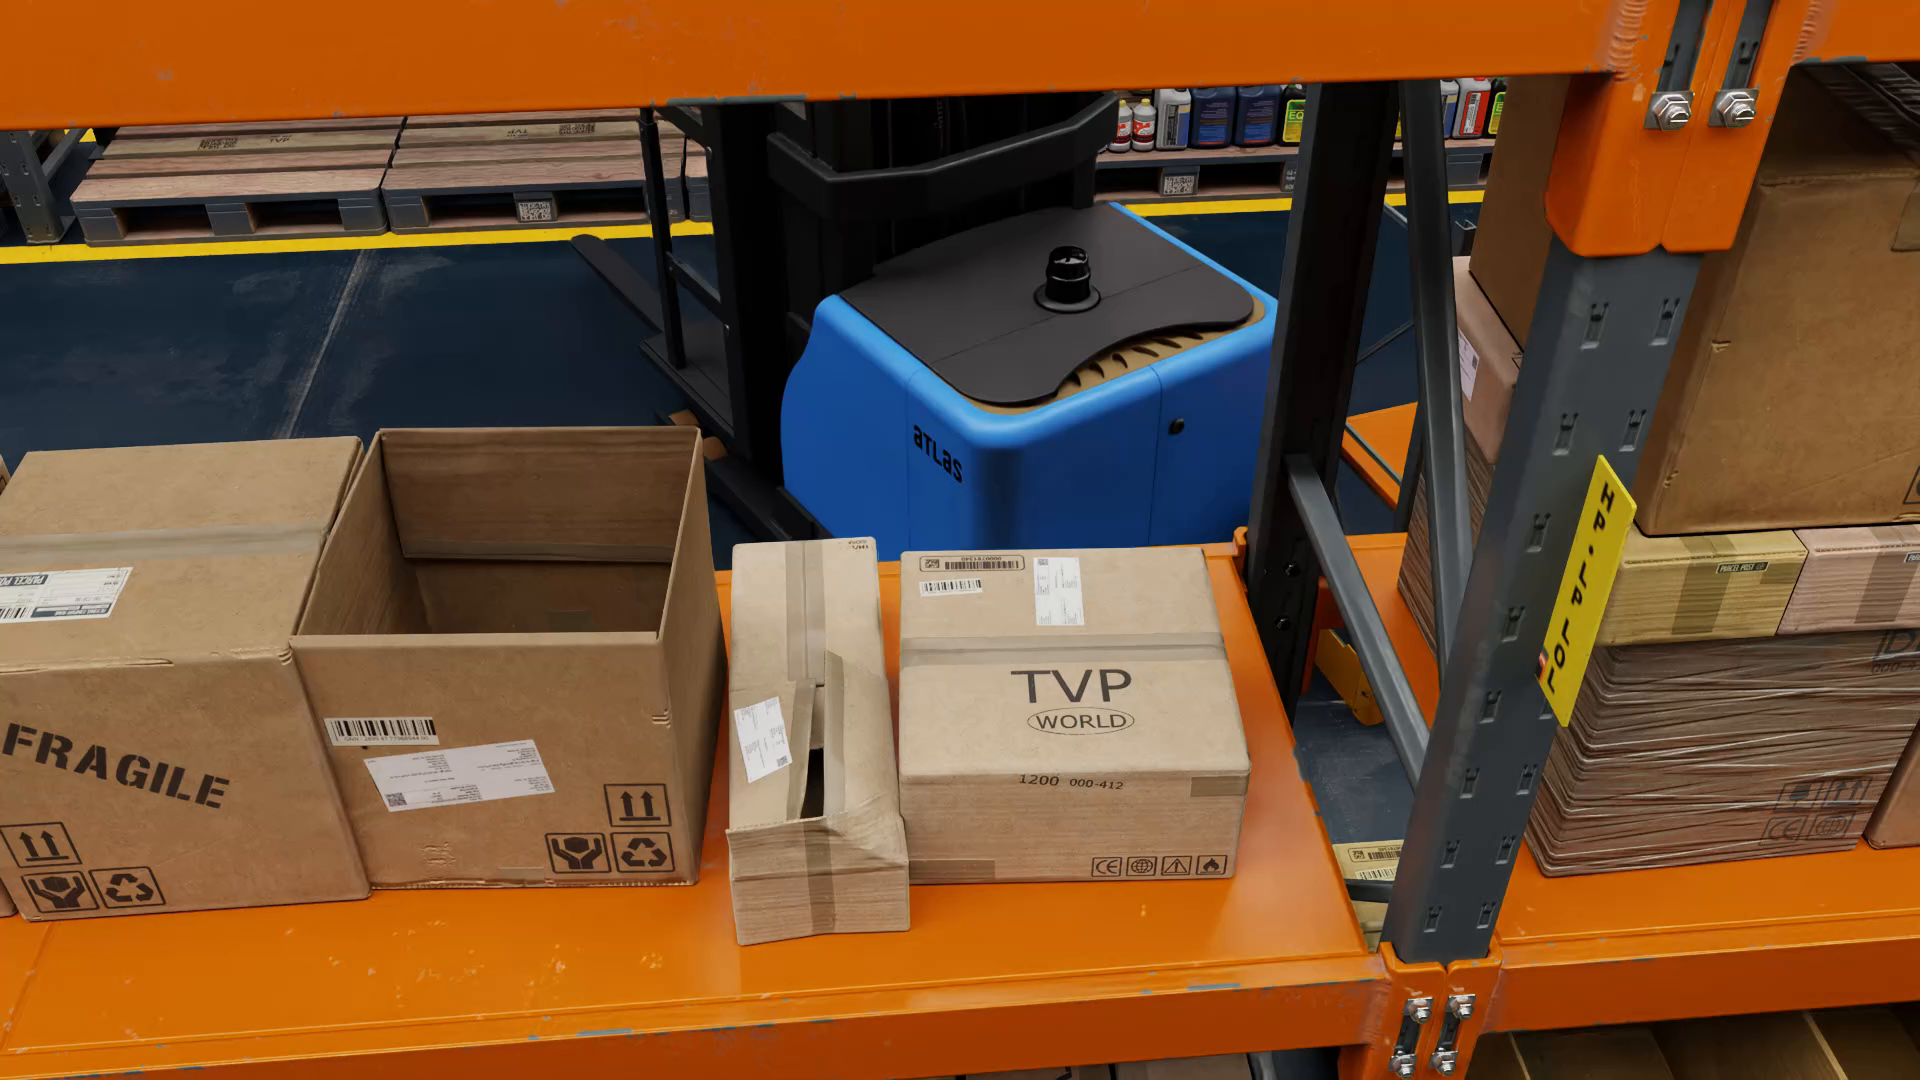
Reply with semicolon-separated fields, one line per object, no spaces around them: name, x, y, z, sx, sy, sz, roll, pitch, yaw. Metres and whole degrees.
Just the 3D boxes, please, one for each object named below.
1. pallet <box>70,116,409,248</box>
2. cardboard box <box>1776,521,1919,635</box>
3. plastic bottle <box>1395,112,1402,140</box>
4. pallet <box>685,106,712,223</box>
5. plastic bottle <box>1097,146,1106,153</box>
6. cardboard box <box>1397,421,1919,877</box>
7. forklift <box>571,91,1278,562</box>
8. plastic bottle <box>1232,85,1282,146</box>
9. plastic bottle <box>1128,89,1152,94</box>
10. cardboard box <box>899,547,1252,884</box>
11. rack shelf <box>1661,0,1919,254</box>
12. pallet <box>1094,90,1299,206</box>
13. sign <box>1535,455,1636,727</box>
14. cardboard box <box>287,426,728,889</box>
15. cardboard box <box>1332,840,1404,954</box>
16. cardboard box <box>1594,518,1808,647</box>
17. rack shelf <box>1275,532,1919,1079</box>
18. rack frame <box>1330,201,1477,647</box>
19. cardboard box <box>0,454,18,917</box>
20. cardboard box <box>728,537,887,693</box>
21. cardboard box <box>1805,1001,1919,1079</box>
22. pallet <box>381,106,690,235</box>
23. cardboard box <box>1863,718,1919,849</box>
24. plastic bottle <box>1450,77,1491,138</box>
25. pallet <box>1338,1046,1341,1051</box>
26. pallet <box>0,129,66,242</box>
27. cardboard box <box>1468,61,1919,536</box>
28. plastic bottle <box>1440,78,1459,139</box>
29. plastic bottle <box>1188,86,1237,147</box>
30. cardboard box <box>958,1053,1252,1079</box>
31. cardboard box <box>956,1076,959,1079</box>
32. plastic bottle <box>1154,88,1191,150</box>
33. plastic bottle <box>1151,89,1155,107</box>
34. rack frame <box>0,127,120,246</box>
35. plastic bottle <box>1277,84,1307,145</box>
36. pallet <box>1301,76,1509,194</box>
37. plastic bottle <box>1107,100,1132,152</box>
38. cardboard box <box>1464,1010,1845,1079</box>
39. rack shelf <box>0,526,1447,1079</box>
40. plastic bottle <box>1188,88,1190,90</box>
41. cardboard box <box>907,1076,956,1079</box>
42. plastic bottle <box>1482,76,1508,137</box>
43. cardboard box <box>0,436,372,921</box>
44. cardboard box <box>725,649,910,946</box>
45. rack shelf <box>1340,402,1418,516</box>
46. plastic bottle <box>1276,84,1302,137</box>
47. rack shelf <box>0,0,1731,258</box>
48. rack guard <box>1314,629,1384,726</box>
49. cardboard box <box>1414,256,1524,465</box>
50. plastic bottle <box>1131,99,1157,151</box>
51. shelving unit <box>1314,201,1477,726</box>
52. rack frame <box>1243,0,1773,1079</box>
pallet;-3.000;-1.610;7.120;1.213;0.211;1.003;-3;38;-4
cardboard box;1.179;-0.052;2.290;0.250;0.149;0.380;-3;38;-3
plastic bottle;1.847;-1.870;6.982;0.185;0.351;0.144;-2;38;-2
pallet;-0.570;-1.744;7.290;1.213;0.211;1.003;-3;38;-4
plastic bottle;0.565;-1.754;6.899;0.097;0.271;0.097;0;38;0
cardboard box;1.086;0.083;2.642;0.500;0.500;0.700;-4;38;-5
forklift;-0.356;-1.473;4.751;1.130;2.935;3.031;-23;44;-26
plastic bottle;1.238;-1.837;6.940;0.185;0.351;0.144;-5;39;-6
plastic bottle;0.838;-2.163;7.353;0.185;0.351;0.144;-3;38;-4
cardboard box;0.158;0.264;2.615;0.500;0.250;0.500;-1;38;-1
rack shelf;2.636;-0.854;2.070;4.000;0.370;1.077;-3;38;-4
pallet;0.882;-1.822;7.389;1.213;0.211;1.003;-3;38;-4
sign;0.702;0.062;1.879;0.005;0.325;0.100;-3;38;-4
cardboard box;-0.647;0.173;2.529;0.500;0.500;0.500;-1;38;-1
cardboard box;1.087;0.905;3.562;0.500;0.250;0.500;-3;38;-4
cardboard box;0.929;-0.038;2.273;0.250;0.149;0.380;-3;38;-4
rack shelf;2.636;0.324;2.999;4.000;0.370;1.077;-3;38;-4
rack frame;1.055;-0.251;4.357;0.032;1.500;0.500;-13;40;-16
cardboard box;-1.670;0.229;2.458;0.500;0.500;0.500;-5;39;-6
cardboard box;-0.257;0.172;2.813;0.250;0.149;0.380;-3;38;-4
cardboard box;1.631;0.906;2.955;0.500;0.500;0.500;-3;38;-4
pallet;-1.788;-1.675;7.202;1.213;0.211;1.003;-3;38;-4
cardboard box;1.610;0.050;2.684;0.500;0.500;0.700;-4;38;-4
plastic bottle;2.149;-1.860;7.030;0.135;0.276;0.152;-3;38;-4
pallet;1.440;1.228;3.523;1.213;0.211;1.003;-3;38;-4
pallet;-4.557;-1.522;7.009;1.213;0.211;1.003;-3;38;-4
cardboard box;1.086;-0.426;2.240;0.500;0.500;0.700;-3;38;-4
plastic bottle;2.011;-1.853;7.020;0.135;0.276;0.152;-4;38;-5
plastic bottle;1.050;-1.827;6.927;0.185;0.351;0.144;-2;38;-3
cardboard box;0.266;1.044;2.933;0.500;0.311;0.500;-3;38;-4
cardboard box;0.257;1.267;3.103;0.500;0.250;0.500;-3;38;-4
plastic bottle;0.885;-1.791;6.942;0.135;0.276;0.152;-2;38;-2
plastic bottle;0.875;-1.859;7.022;0.133;0.283;0.061;-3;38;-4
rack frame;-3.775;-2.686;6.233;0.127;3.000;1.000;-3;38;-4
plastic bottle;1.406;-1.794;6.940;0.133;0.283;0.061;-2;38;-2
pallet;2.100;-1.891;7.476;1.213;0.211;1.003;-3;38;-4
plastic bottle;0.667;-1.732;6.928;0.097;0.201;0.097;0;38;0
cardboard box;1.134;0.939;2.914;0.500;0.500;0.500;-3;38;-4
rack shelf;-1.348;0.543;2.721;4.000;0.370;1.077;-3;38;-4
plastic bottle;1.037;-1.916;7.039;0.185;0.351;0.144;-3;38;-4
cardboard box;-0.252;1.077;2.892;0.500;0.311;0.500;-2;38;-3
plastic bottle;2.288;-1.842;7.001;0.133;0.283;0.061;-2;38;-3
cardboard box;-1.146;0.200;2.494;0.500;0.500;0.500;-3;38;-4
cardboard box;-0.215;0.365;2.474;0.258;0.266;0.396;-4;38;-5
rack shelf;1.532;-0.217;4.605;1.000;0.185;0.538;-13;40;-16
plastic bottle;1.381;-1.837;7.004;0.097;0.271;0.097;0;38;0
rack shelf;-1.348;-0.635;1.792;4.000;0.370;1.077;-3;38;-4
rack guard;1.056;0.240;4.744;0.087;0.250;0.587;-13;40;-16
cardboard box;0.896;-0.290;2.592;0.250;0.149;0.380;-3;38;-4
plastic bottle;0.768;-1.738;6.935;0.097;0.201;0.097;0;38;0
shelving unit;1.524;-0.356;4.491;1.083;1.500;0.587;-13;40;-16
rack frame;0.644;0.151;2.637;0.127;3.000;1.000;-3;38;-4
